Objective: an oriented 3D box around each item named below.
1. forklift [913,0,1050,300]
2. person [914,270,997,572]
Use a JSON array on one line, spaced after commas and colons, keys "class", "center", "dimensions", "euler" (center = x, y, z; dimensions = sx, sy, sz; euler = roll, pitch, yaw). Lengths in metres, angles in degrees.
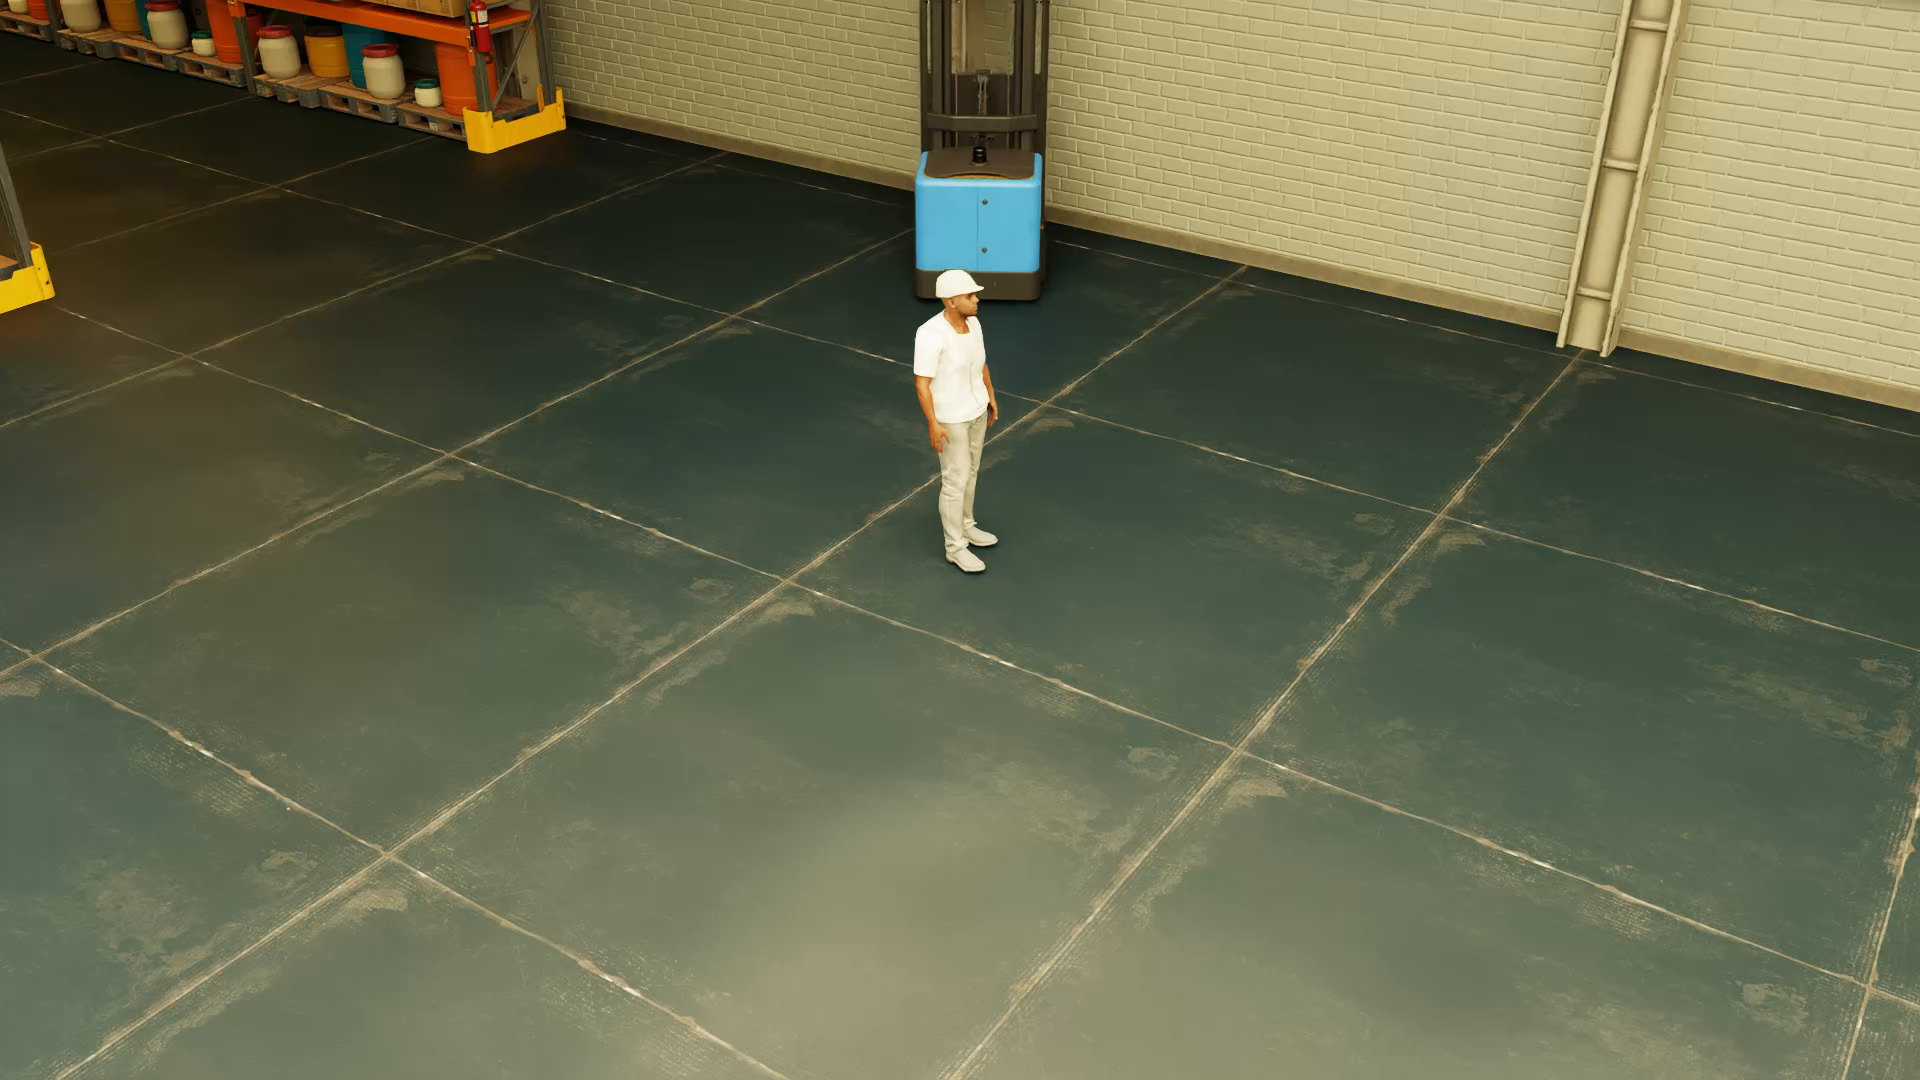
[{"class": "forklift", "center": [0.217, -3.961, 14.402], "dimensions": [1.130, 2.935, 3.031], "euler": [1, 30, 2]}, {"class": "person", "center": [0.055, -0.748, 10.015], "dimensions": [0.575, 1.768, 0.665], "euler": [19, 35, 29]}]
